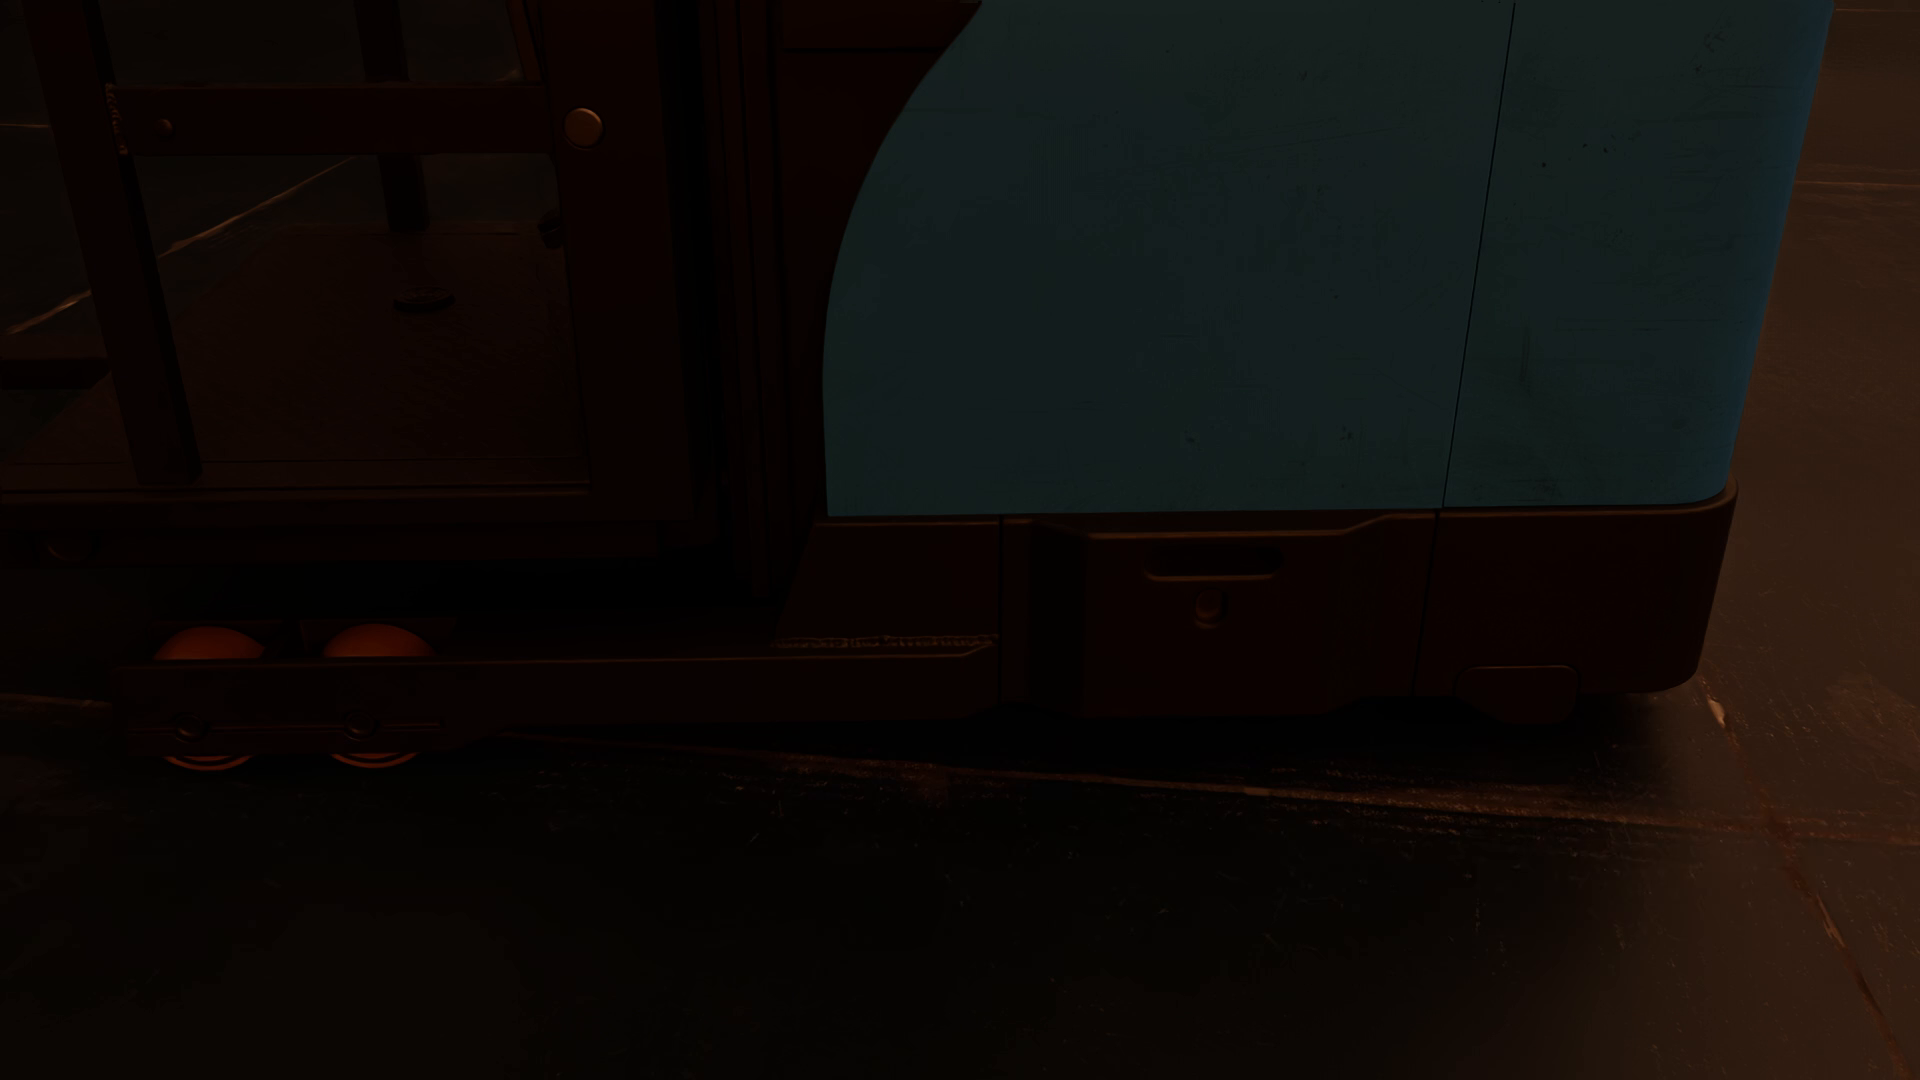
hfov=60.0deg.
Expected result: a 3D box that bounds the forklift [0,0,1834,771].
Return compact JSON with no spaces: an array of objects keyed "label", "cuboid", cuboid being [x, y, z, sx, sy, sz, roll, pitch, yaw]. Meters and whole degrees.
[{"label":"forklift","cuboid":[-0.617,-1.280,1.783,3.031,2.935,1.130,-1,27,-2]}]
